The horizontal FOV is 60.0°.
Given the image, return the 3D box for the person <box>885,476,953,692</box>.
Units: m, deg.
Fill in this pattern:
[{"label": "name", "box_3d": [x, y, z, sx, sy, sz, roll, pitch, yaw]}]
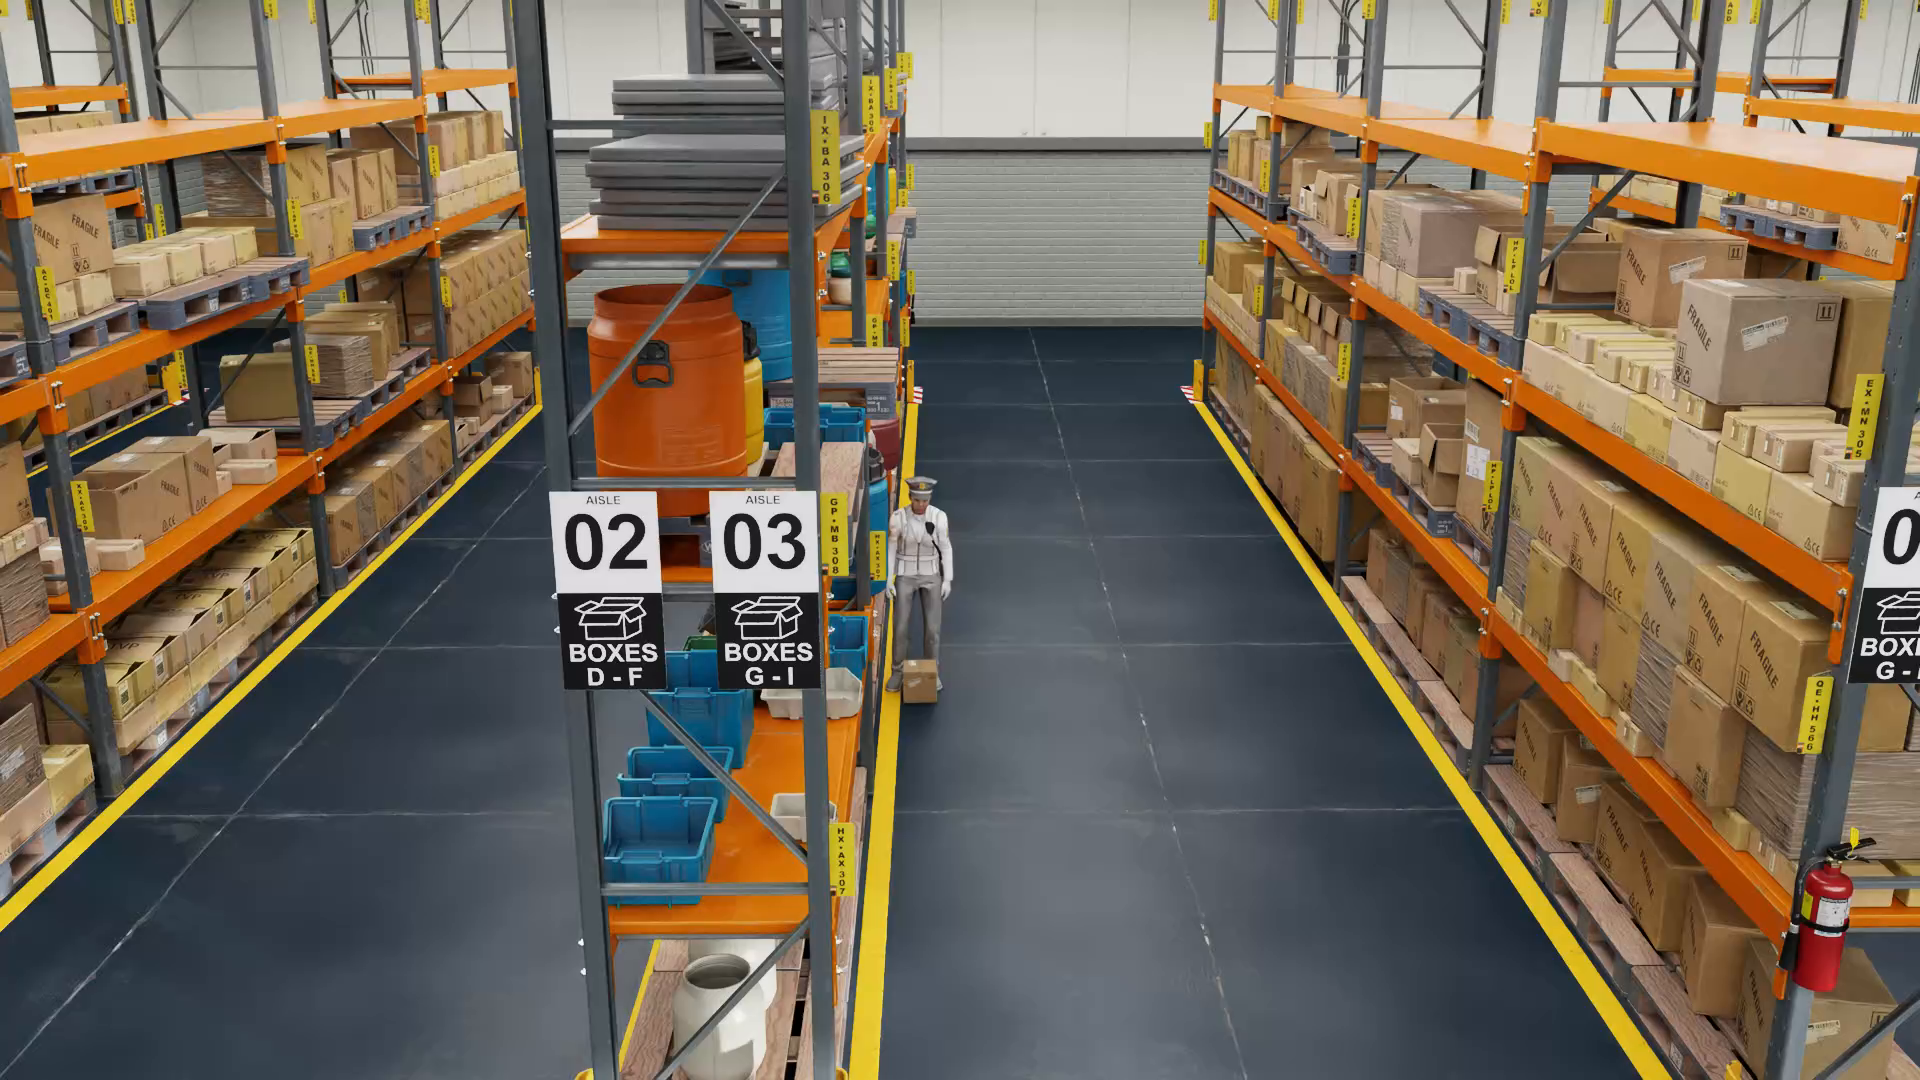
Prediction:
[{"label": "person", "box_3d": [-0.313, 0.316, 12.524, 0.525, 1.662, 0.374, -1, 17, -3]}]
